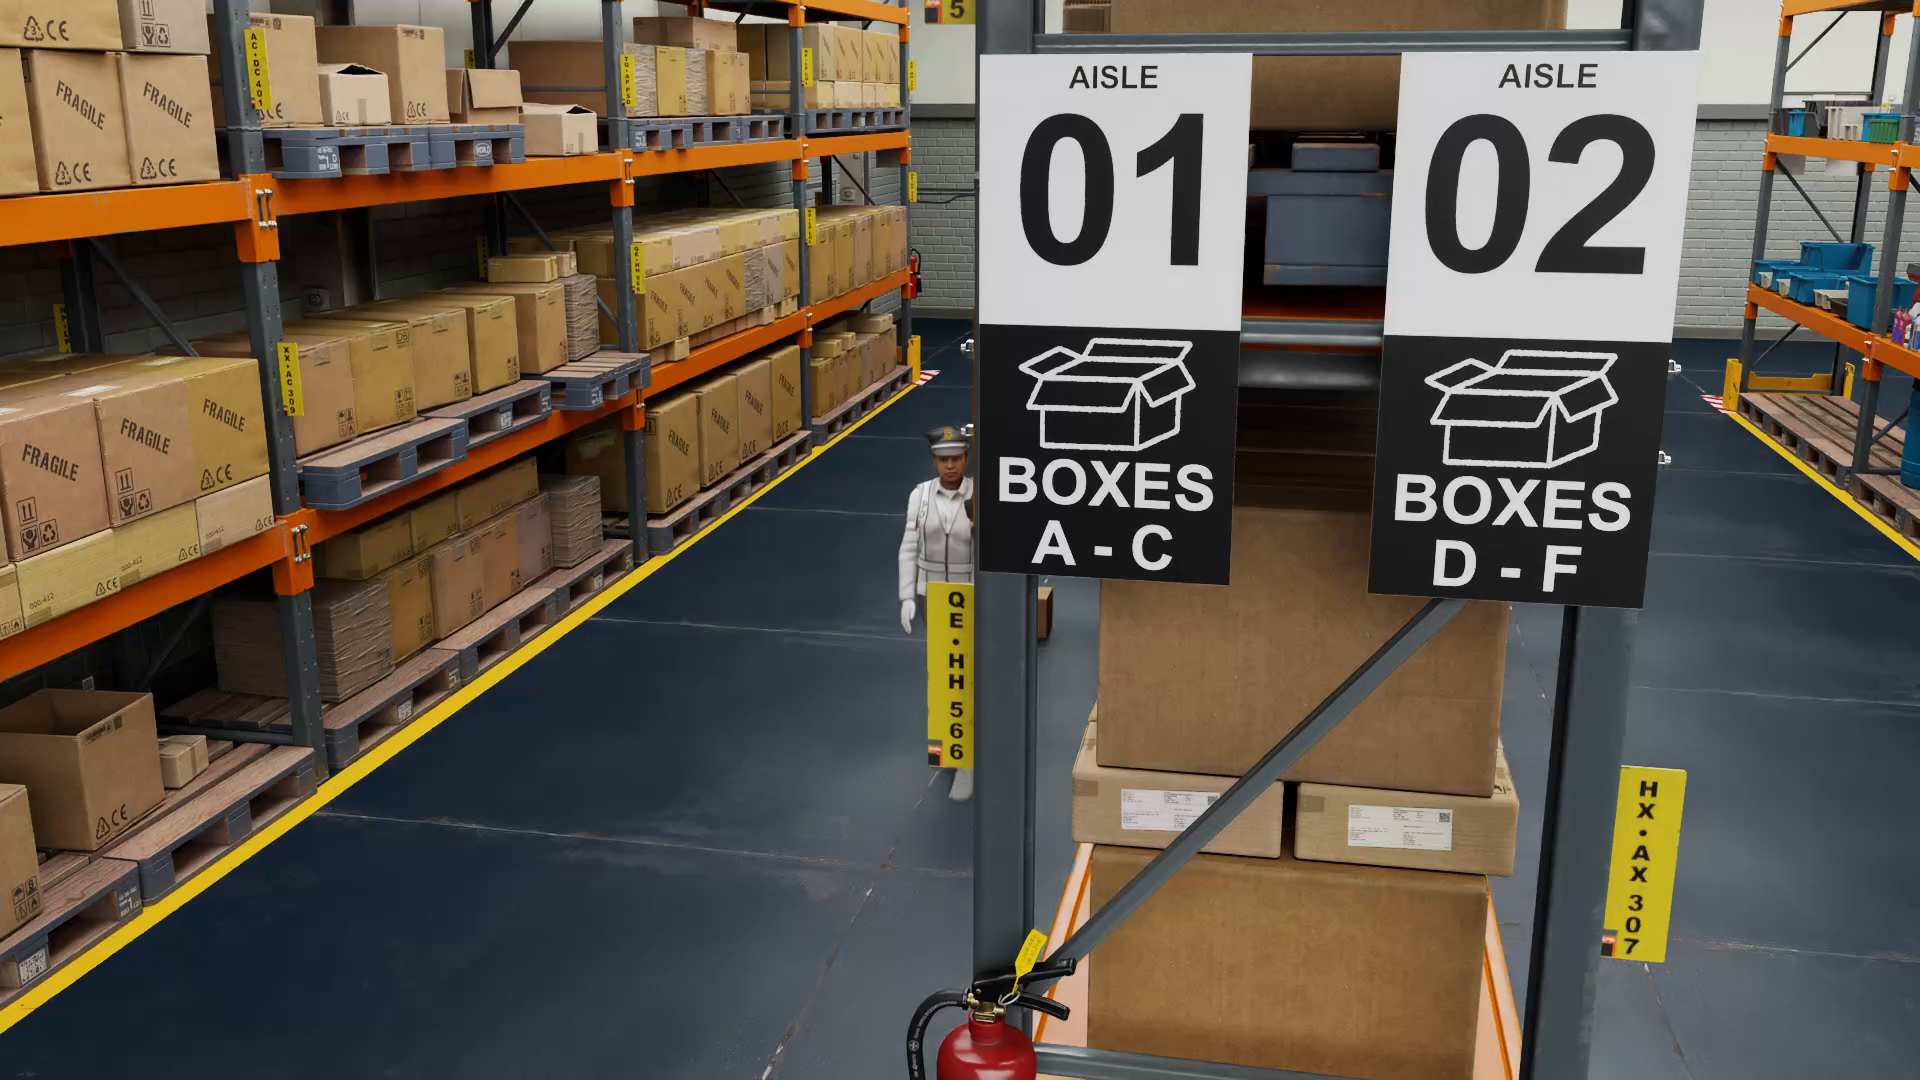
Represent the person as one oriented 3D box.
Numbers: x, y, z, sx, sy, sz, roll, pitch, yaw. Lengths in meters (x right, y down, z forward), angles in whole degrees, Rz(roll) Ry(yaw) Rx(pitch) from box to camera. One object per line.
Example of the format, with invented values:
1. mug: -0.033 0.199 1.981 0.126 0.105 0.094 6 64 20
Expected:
1. person: -0.046 0.307 7.832 0.500 1.722 0.726 3 15 12
